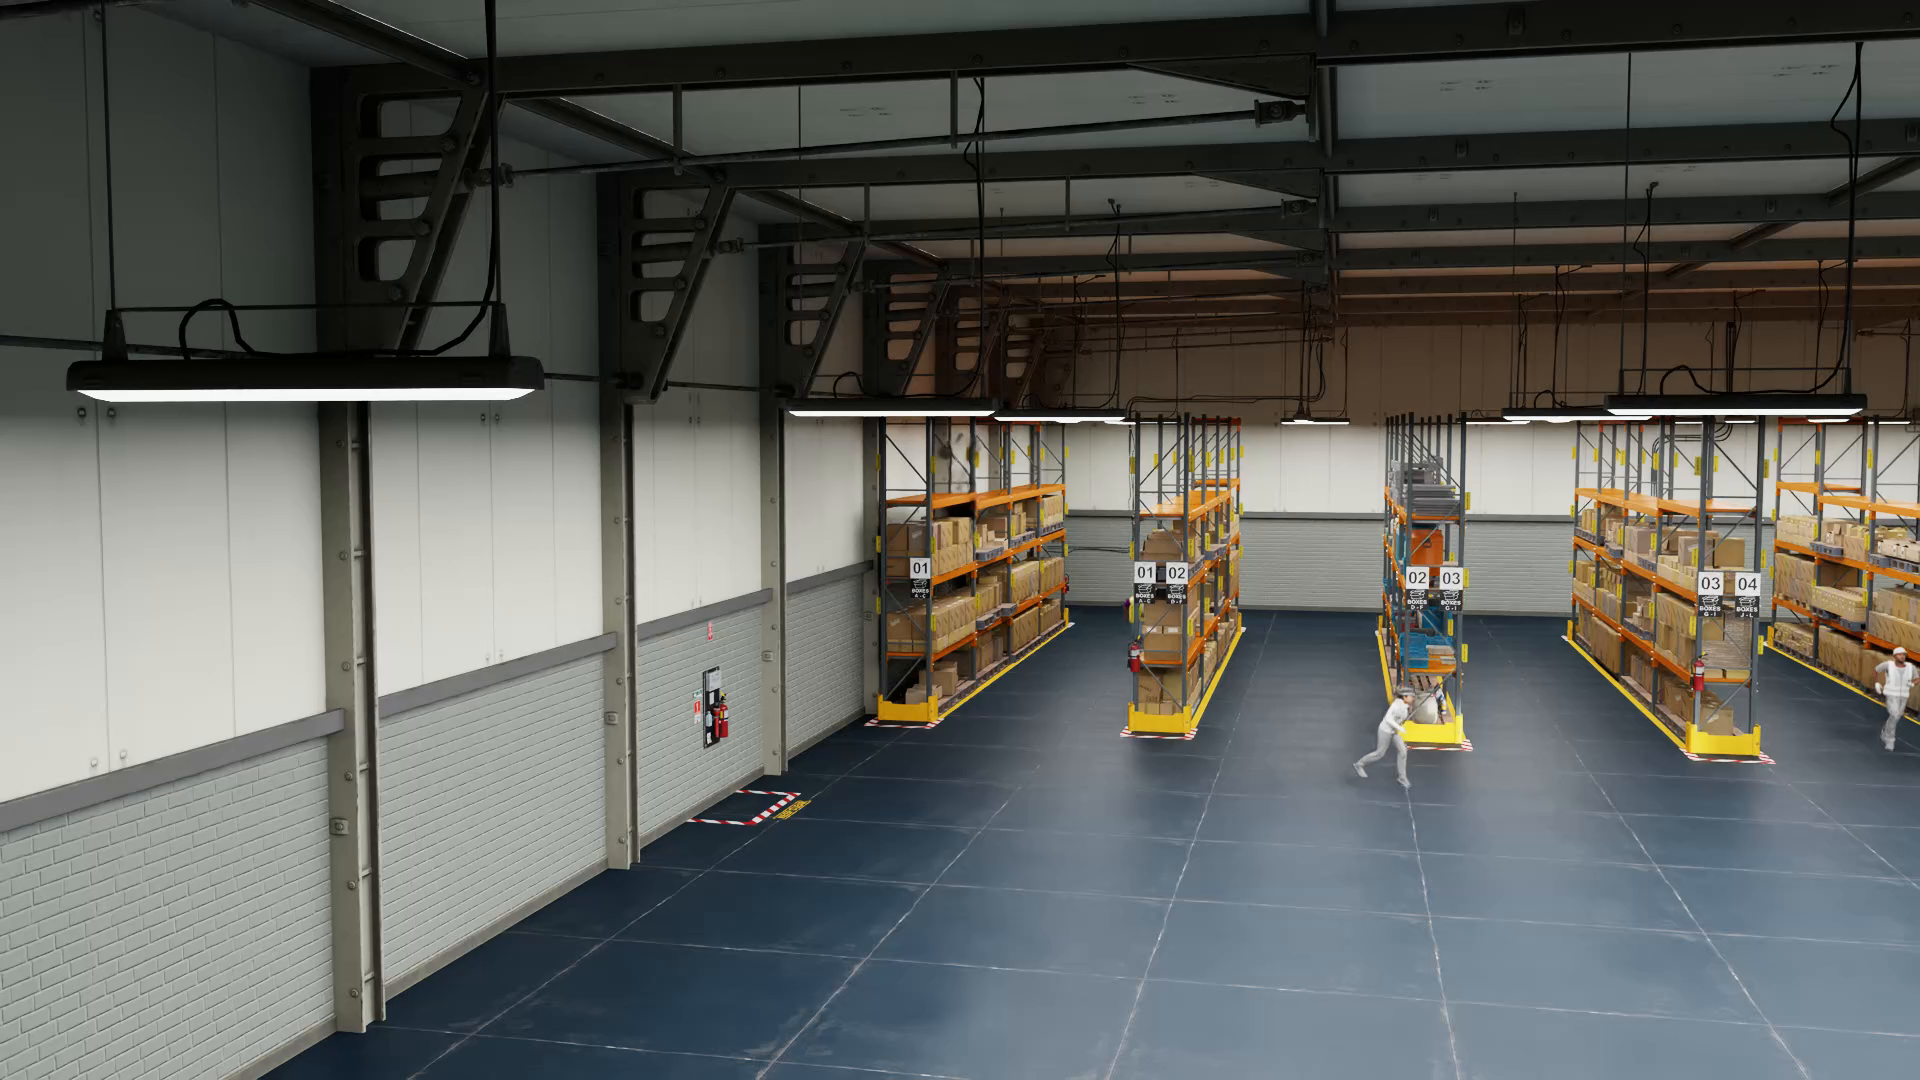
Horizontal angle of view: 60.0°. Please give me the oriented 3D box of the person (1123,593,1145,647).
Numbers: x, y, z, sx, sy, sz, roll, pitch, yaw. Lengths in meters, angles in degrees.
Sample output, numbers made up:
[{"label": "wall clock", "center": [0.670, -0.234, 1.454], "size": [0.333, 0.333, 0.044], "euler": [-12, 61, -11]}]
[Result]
[{"label": "person", "center": [4.458, 2.060, 41.906], "size": [0.689, 1.685, 0.735], "euler": [0, 4, 6]}]

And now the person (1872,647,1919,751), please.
[{"label": "person", "center": [16.783, 2.823, 29.799], "size": [0.685, 1.835, 0.724], "euler": [0, 4, 2]}]

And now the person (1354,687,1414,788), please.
[{"label": "person", "center": [6.819, 3.140, 26.703], "size": [0.979, 1.629, 0.655], "euler": [2, 4, 31]}]

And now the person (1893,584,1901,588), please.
[{"label": "person", "center": [24.710, 1.950, 43.931], "size": [0.662, 1.592, 0.506], "euler": [0, 4, 4]}]
